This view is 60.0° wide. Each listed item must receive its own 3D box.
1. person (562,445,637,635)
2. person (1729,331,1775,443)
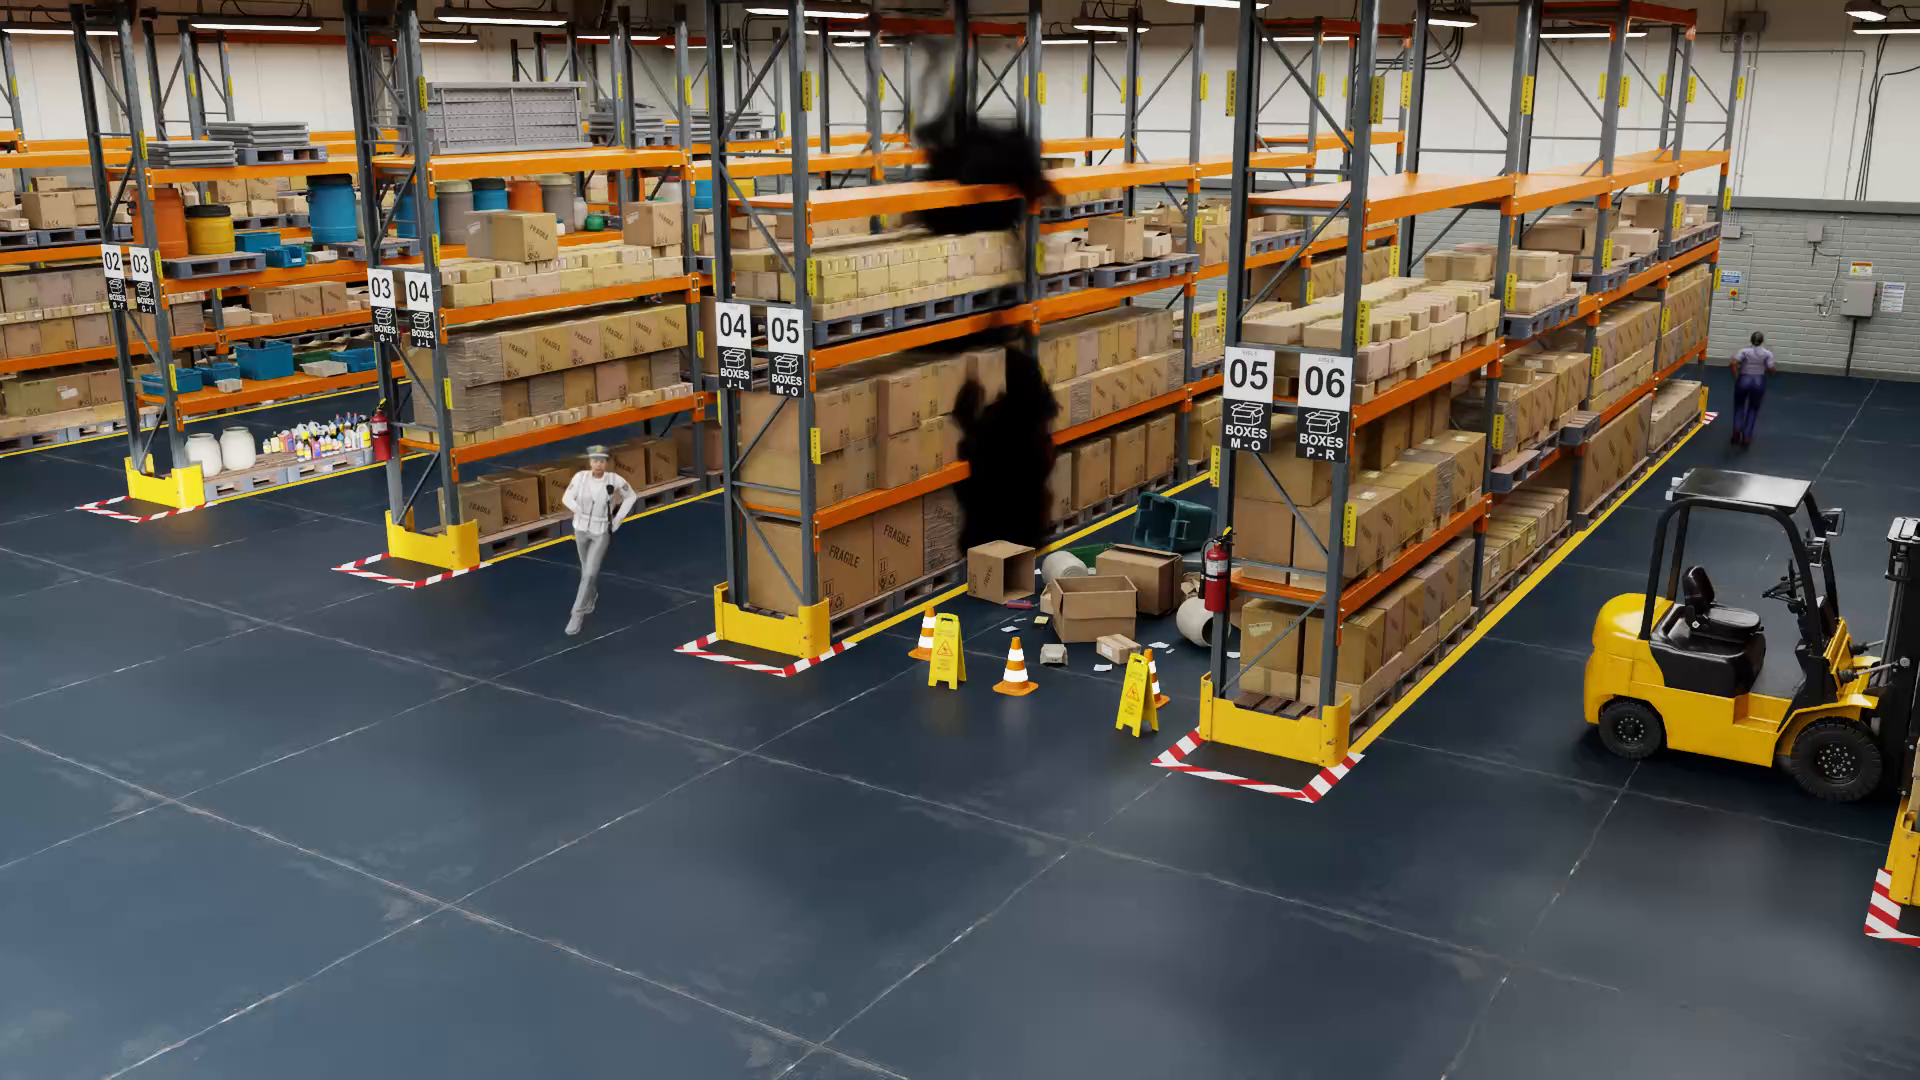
[{"bbox_3d":[-3.308,-0.049,15.214,0.621,1.722,0.757,2,16,8],"label":"person"},{"bbox_3d":[11.458,-2.204,24.127,0.586,1.676,0.661,8,17,27],"label":"person"}]
